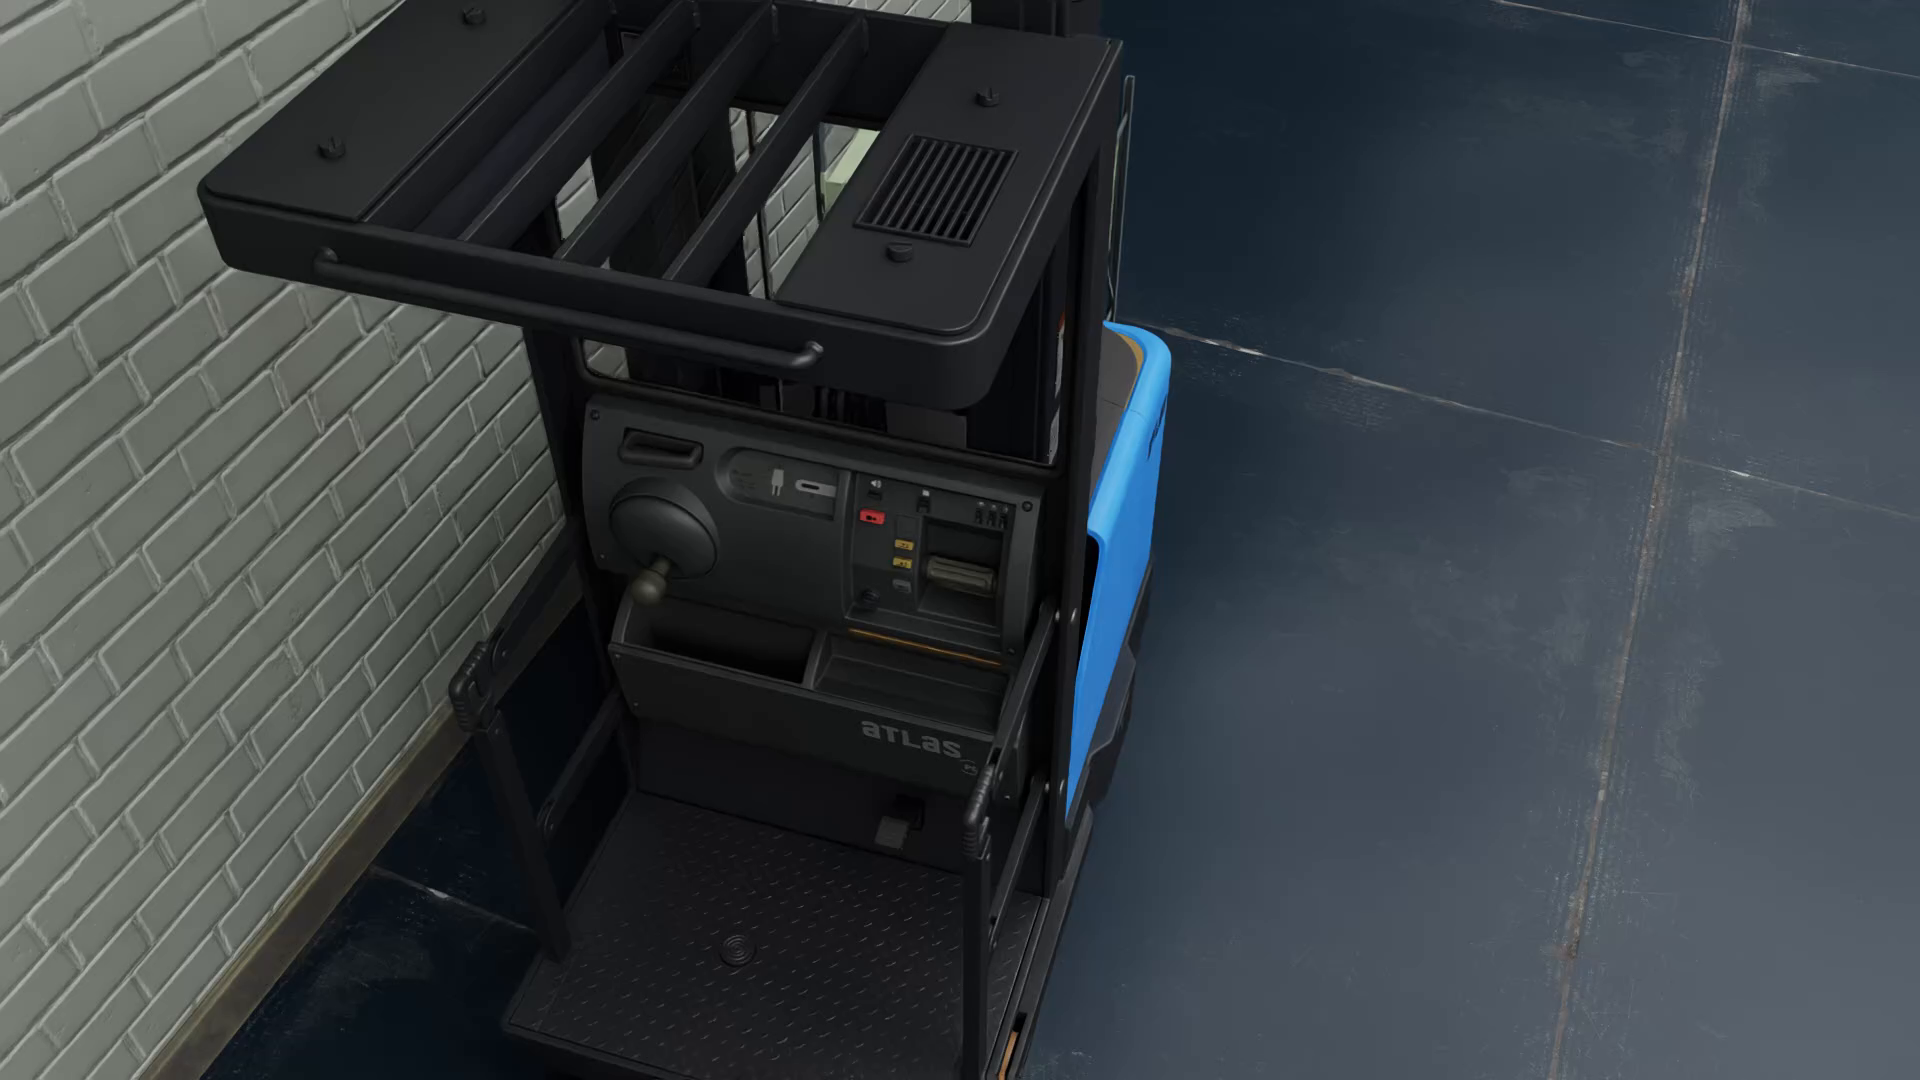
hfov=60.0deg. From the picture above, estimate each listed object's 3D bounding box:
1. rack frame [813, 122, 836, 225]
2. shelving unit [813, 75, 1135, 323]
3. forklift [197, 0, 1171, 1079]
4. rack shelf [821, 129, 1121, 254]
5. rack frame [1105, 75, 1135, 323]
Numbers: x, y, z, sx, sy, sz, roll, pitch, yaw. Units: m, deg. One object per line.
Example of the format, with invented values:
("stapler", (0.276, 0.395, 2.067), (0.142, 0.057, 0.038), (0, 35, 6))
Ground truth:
("rack frame", (-0.312, -0.693, 4.883), (0.023, 1.500, 0.400), (12, 46, 12))
("shelving unit", (0.039, -0.619, 4.809), (0.755, 1.500, 0.431), (12, 46, 12))
("forklift", (-0.364, 0.081, 3.091), (1.130, 2.935, 3.031), (12, 46, 12))
("rack shelf", (0.039, -0.896, 4.534), (0.720, 0.370, 0.431), (12, 46, 12))
("rack frame", (0.390, -0.546, 4.735), (0.023, 1.500, 0.400), (12, 46, 12))
